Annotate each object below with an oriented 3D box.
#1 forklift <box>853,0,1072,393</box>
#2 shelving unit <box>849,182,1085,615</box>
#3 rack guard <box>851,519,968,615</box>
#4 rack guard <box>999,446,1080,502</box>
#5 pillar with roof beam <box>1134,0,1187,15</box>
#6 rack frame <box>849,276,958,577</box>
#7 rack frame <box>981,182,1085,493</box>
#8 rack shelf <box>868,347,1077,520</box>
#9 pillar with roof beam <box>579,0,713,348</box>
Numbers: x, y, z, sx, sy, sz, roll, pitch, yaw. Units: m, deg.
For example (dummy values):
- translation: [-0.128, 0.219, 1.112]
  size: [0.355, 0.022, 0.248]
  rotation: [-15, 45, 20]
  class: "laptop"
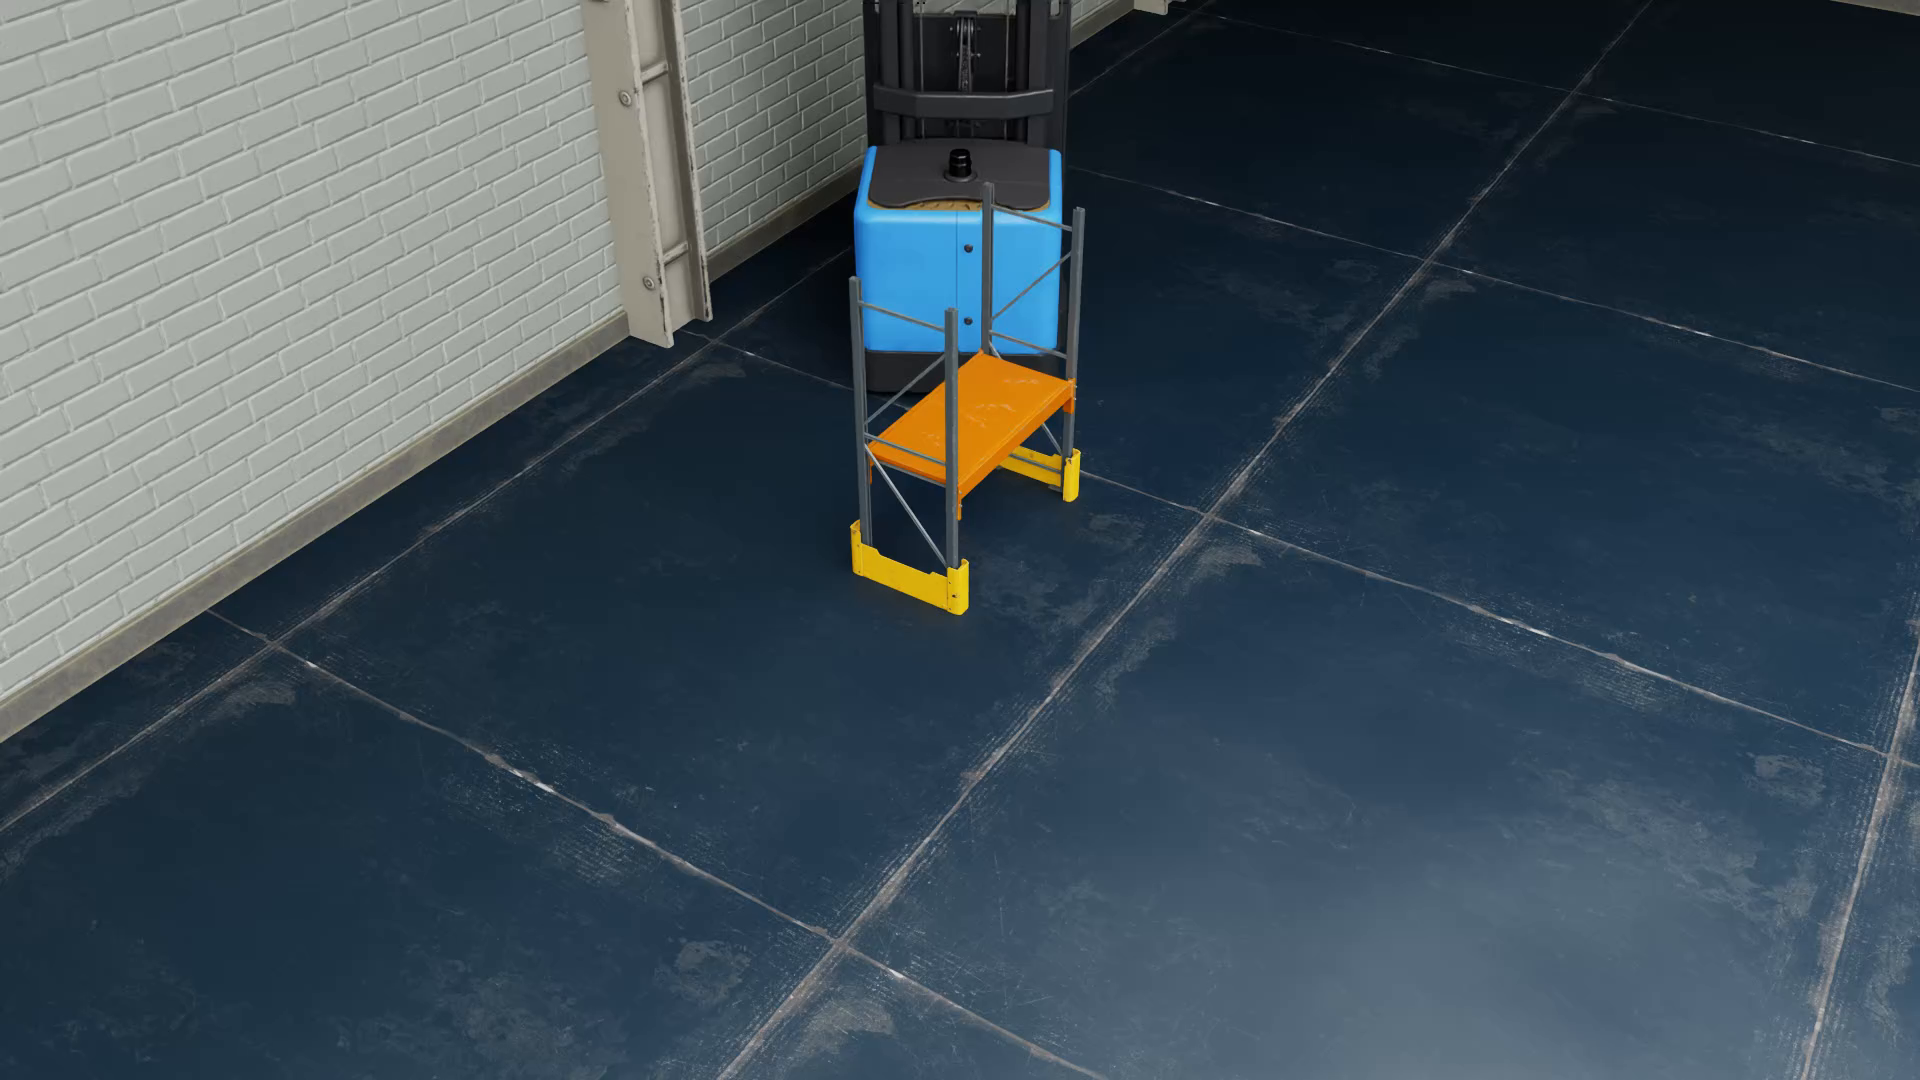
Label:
- translation: [0.048, -2.787, 8.965]
  size: [1.130, 2.935, 3.031]
  rotation: [1, 38, 2]
  class: "forklift"
- translation: [0.041, -0.633, 7.343]
  size: [0.587, 1.500, 1.083]
  rotation: [21, 42, 25]
  class: "shelving unit"
- translation: [-0.226, 0.118, 7.392]
  size: [0.587, 0.250, 0.087]
  rotation: [21, 42, 25]
  class: "rack guard"
- translation: [0.308, -0.395, 8.058]
  size: [0.587, 0.250, 0.087]
  rotation: [21, 42, 25]
  class: "rack guard"
- translation: [5.225, -6.450, 8.747]
  size: [9.100, 9.000, 0.400]
  rotation: [21, 42, 25]
  class: "pillar with roof beam"
- translation: [-0.227, -0.376, 7.009]
  size: [0.500, 1.500, 0.032]
  rotation: [21, 42, 25]
  class: "rack frame"
- translation: [0.318, -0.900, 7.689]
  size: [0.500, 1.500, 0.032]
  rotation: [21, 42, 25]
  class: "rack frame"
- translation: [0.046, -0.496, 7.459]
  size: [0.538, 0.185, 1.000]
  rotation: [21, 42, 25]
  class: "rack shelf"
- translation: [2.011, -3.357, 4.735]
  size: [9.100, 9.000, 0.400]
  rotation: [21, 42, 25]
  class: "pillar with roof beam"
